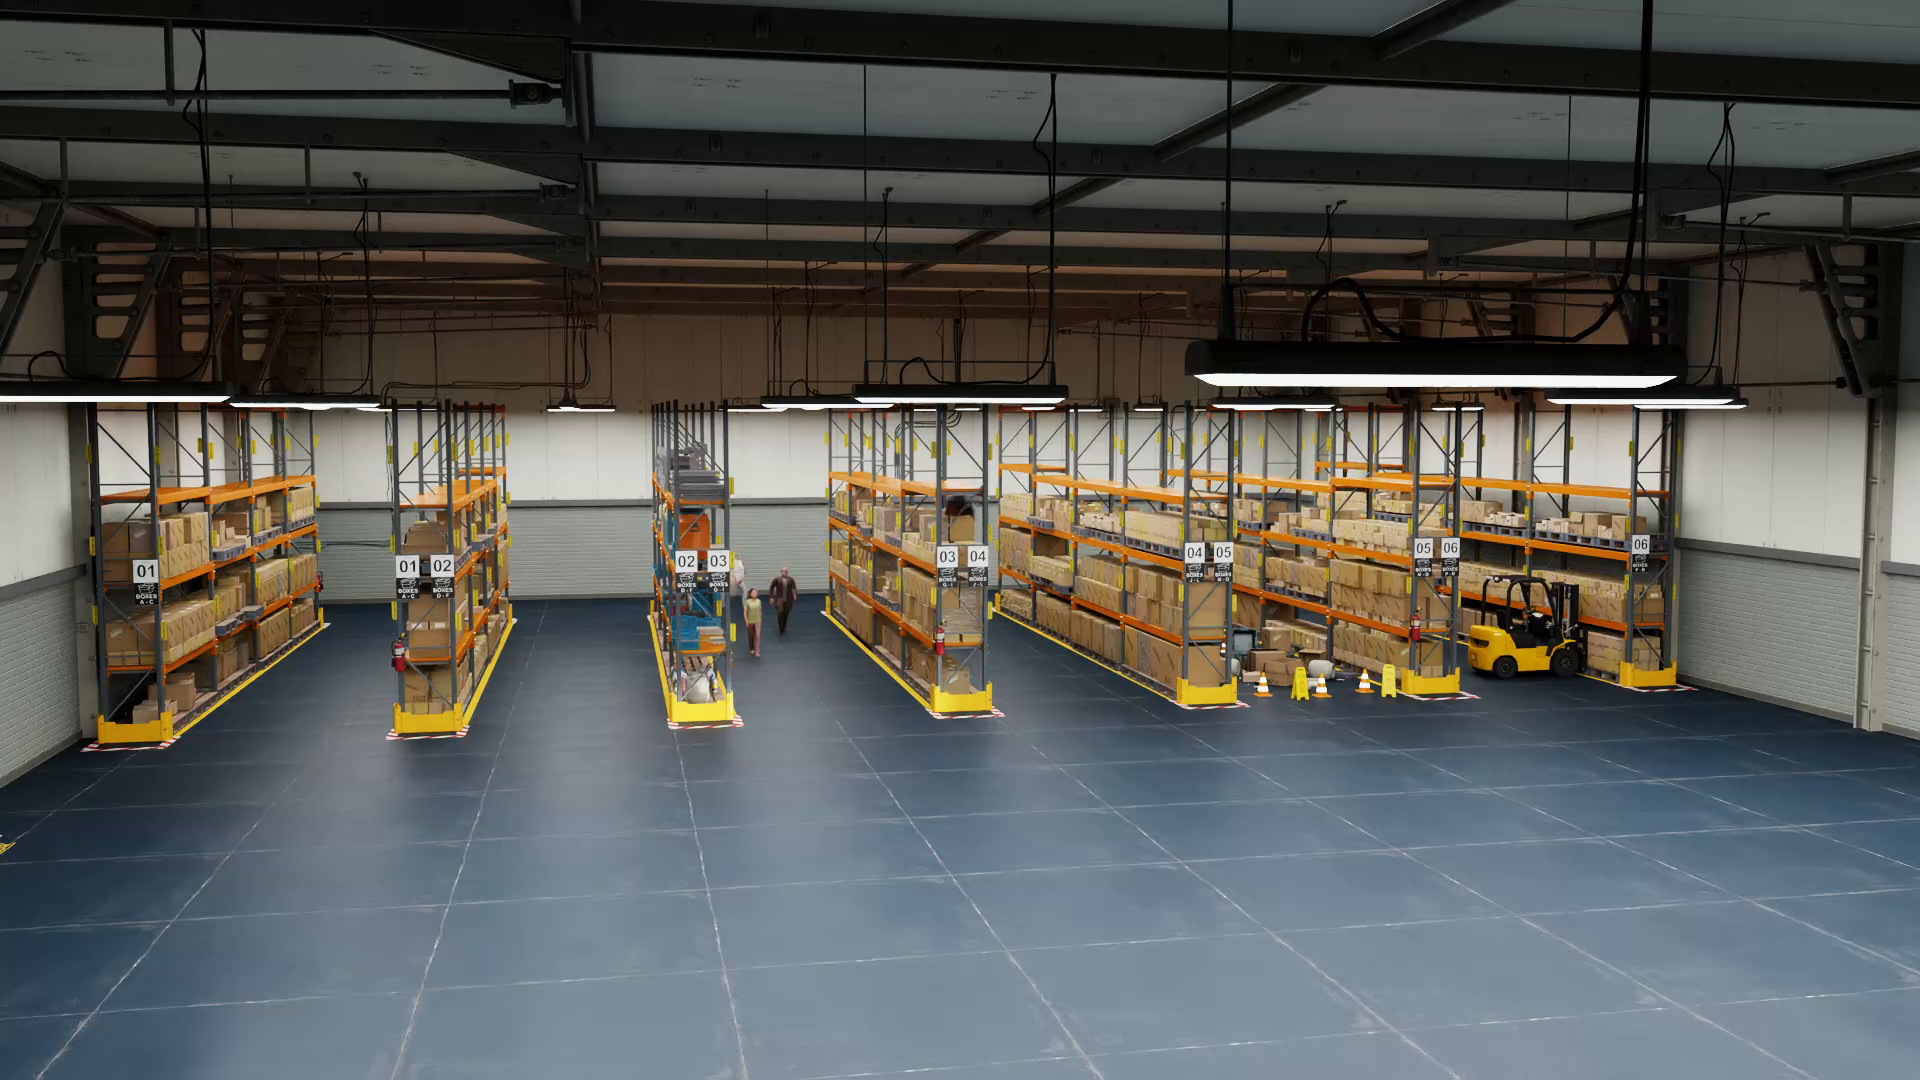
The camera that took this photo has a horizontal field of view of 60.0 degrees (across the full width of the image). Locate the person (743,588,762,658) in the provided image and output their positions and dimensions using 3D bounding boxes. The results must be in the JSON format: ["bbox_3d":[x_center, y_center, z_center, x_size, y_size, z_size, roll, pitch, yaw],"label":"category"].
[{"bbox_3d":[-4.888,1.945,39.278,0.448,1.621,1.015,-1,4,-7],"label":"person"}]

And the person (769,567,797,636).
[{"bbox_3d":[-4.624,1.616,43.528,0.697,1.814,0.880,-1,4,-13],"label":"person"}]

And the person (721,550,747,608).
[{"bbox_3d":[-6.599,1.159,49.112,0.978,1.725,0.621,0,4,6],"label":"person"}]
